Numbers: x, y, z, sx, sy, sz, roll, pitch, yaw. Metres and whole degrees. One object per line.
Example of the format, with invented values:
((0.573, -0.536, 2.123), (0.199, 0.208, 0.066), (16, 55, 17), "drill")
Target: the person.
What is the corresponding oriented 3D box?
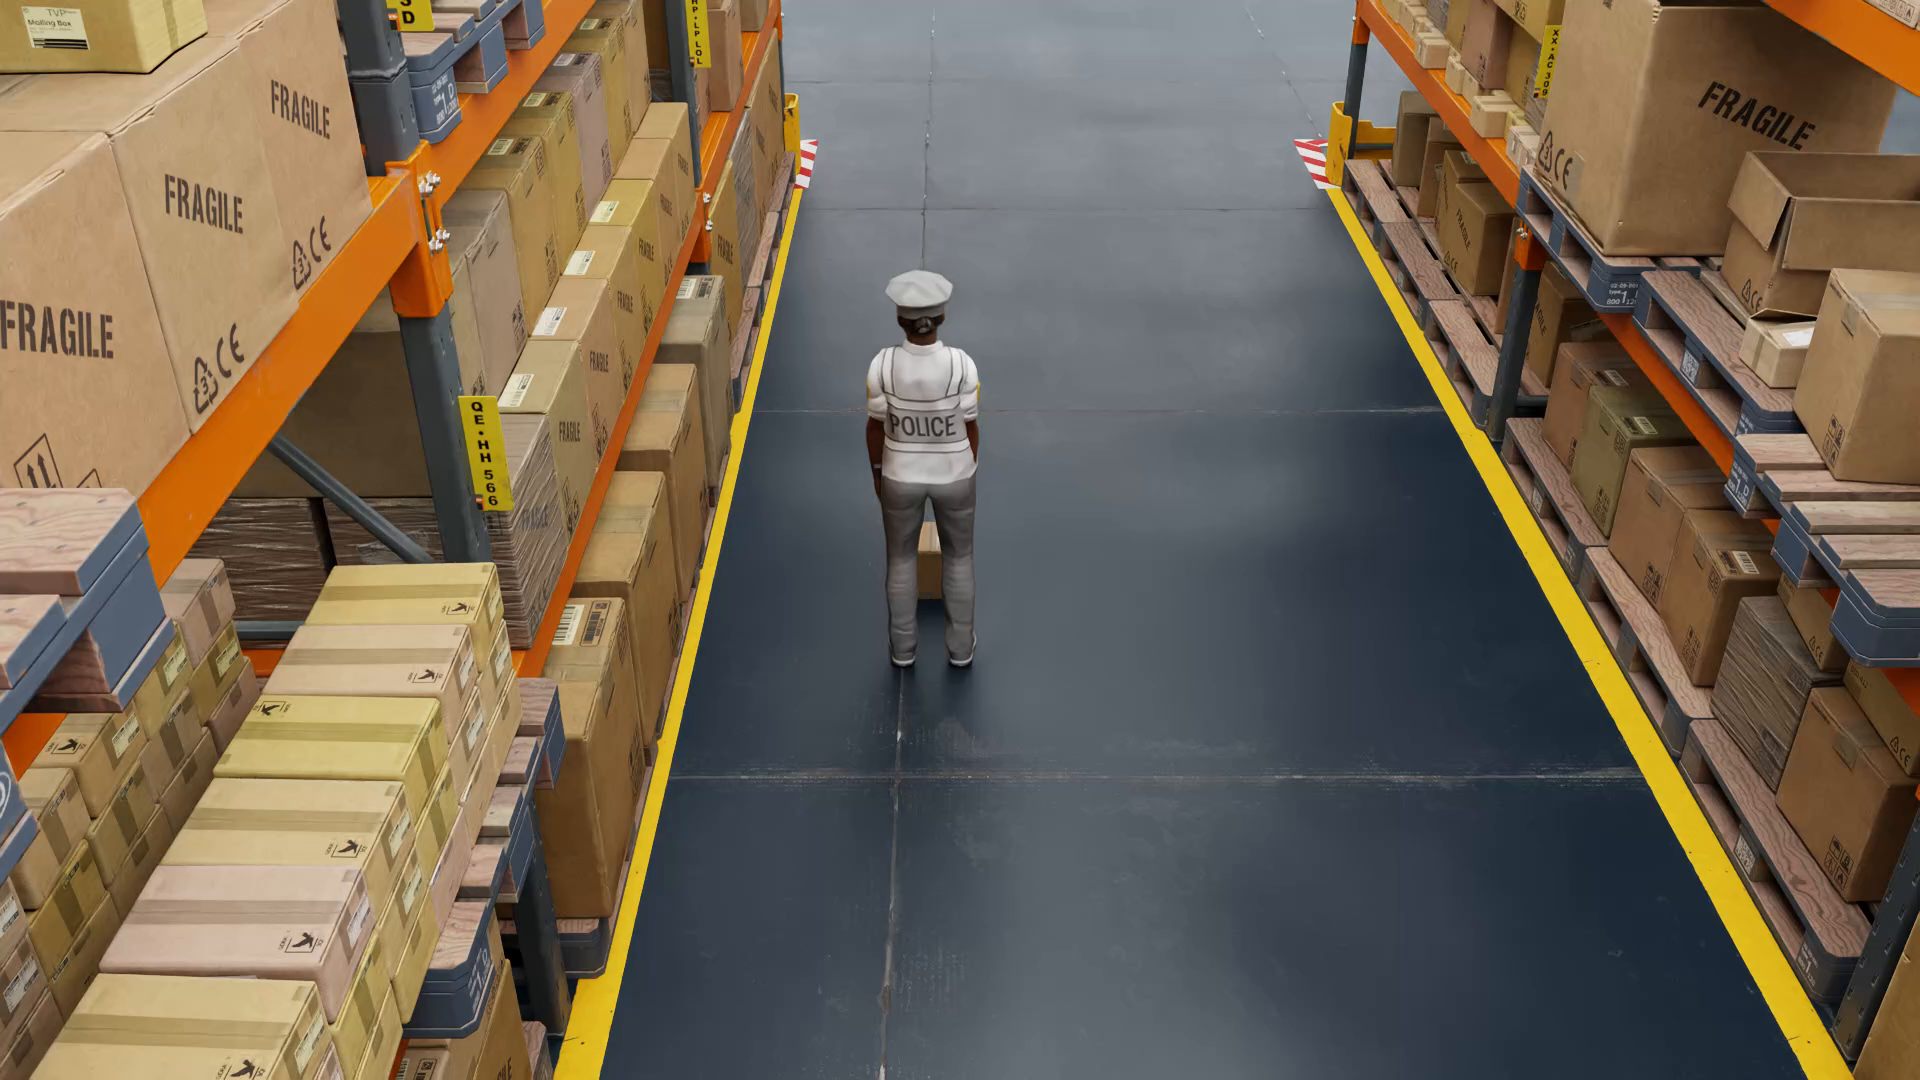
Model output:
((-0.144, -0.244, 6.538), (0.439, 1.659, 0.341), (0, 32, 1), "person")
